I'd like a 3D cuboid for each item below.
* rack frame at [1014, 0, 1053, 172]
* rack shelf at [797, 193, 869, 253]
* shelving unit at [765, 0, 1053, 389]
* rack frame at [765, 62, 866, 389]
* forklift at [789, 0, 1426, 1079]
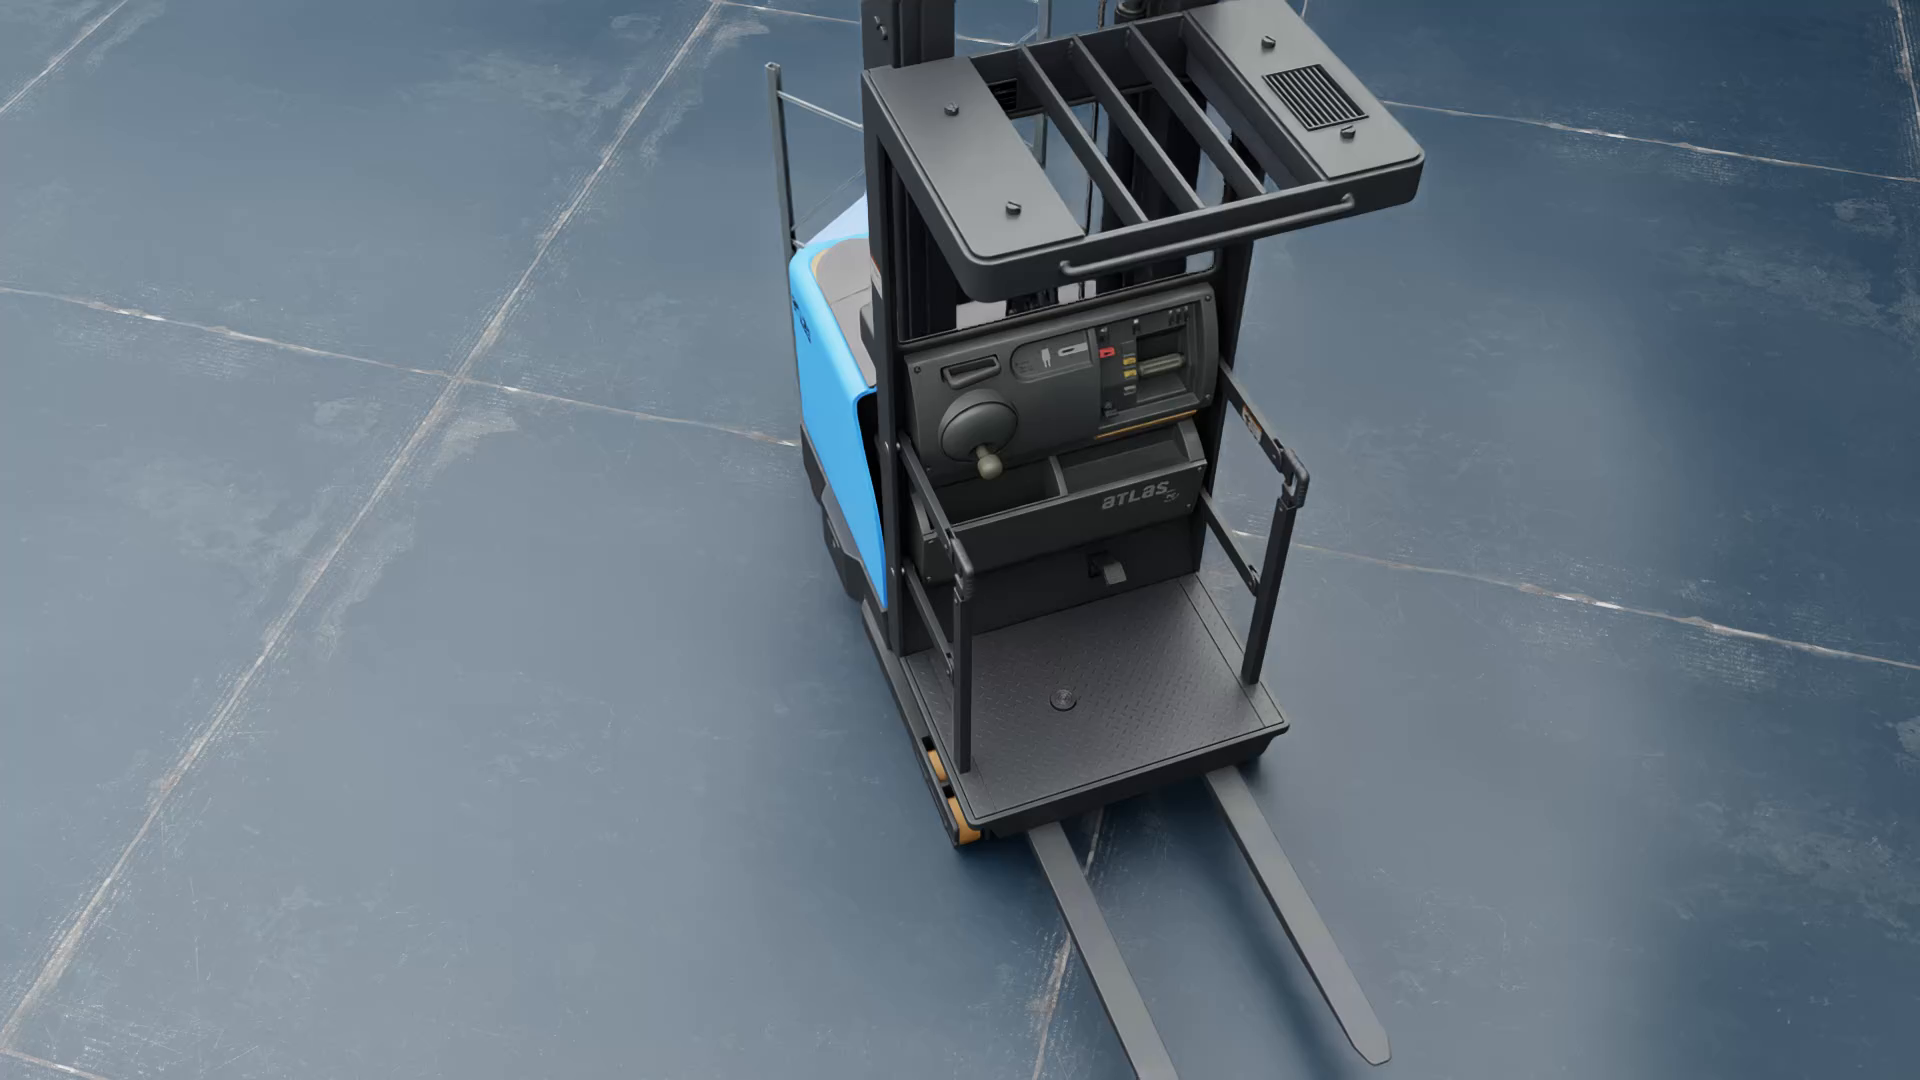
[{"bbox_3d":[0.128,-1.651,6.707,0.500,1.500,0.032,28,54,22],"label":"rack frame"},{"bbox_3d":[-0.163,-1.219,6.565,0.538,0.185,1.000,28,54,22],"label":"rack shelf"},{"bbox_3d":[-0.163,-1.338,6.431,0.538,1.500,1.048,28,54,22],"label":"shelving unit"},{"bbox_3d":[-0.453,-1.025,6.154,0.500,1.500,0.032,28,54,22],"label":"rack frame"},{"bbox_3d":[0.380,-0.345,4.600,1.130,2.935,3.031,-15,50,-13],"label":"forklift"}]
